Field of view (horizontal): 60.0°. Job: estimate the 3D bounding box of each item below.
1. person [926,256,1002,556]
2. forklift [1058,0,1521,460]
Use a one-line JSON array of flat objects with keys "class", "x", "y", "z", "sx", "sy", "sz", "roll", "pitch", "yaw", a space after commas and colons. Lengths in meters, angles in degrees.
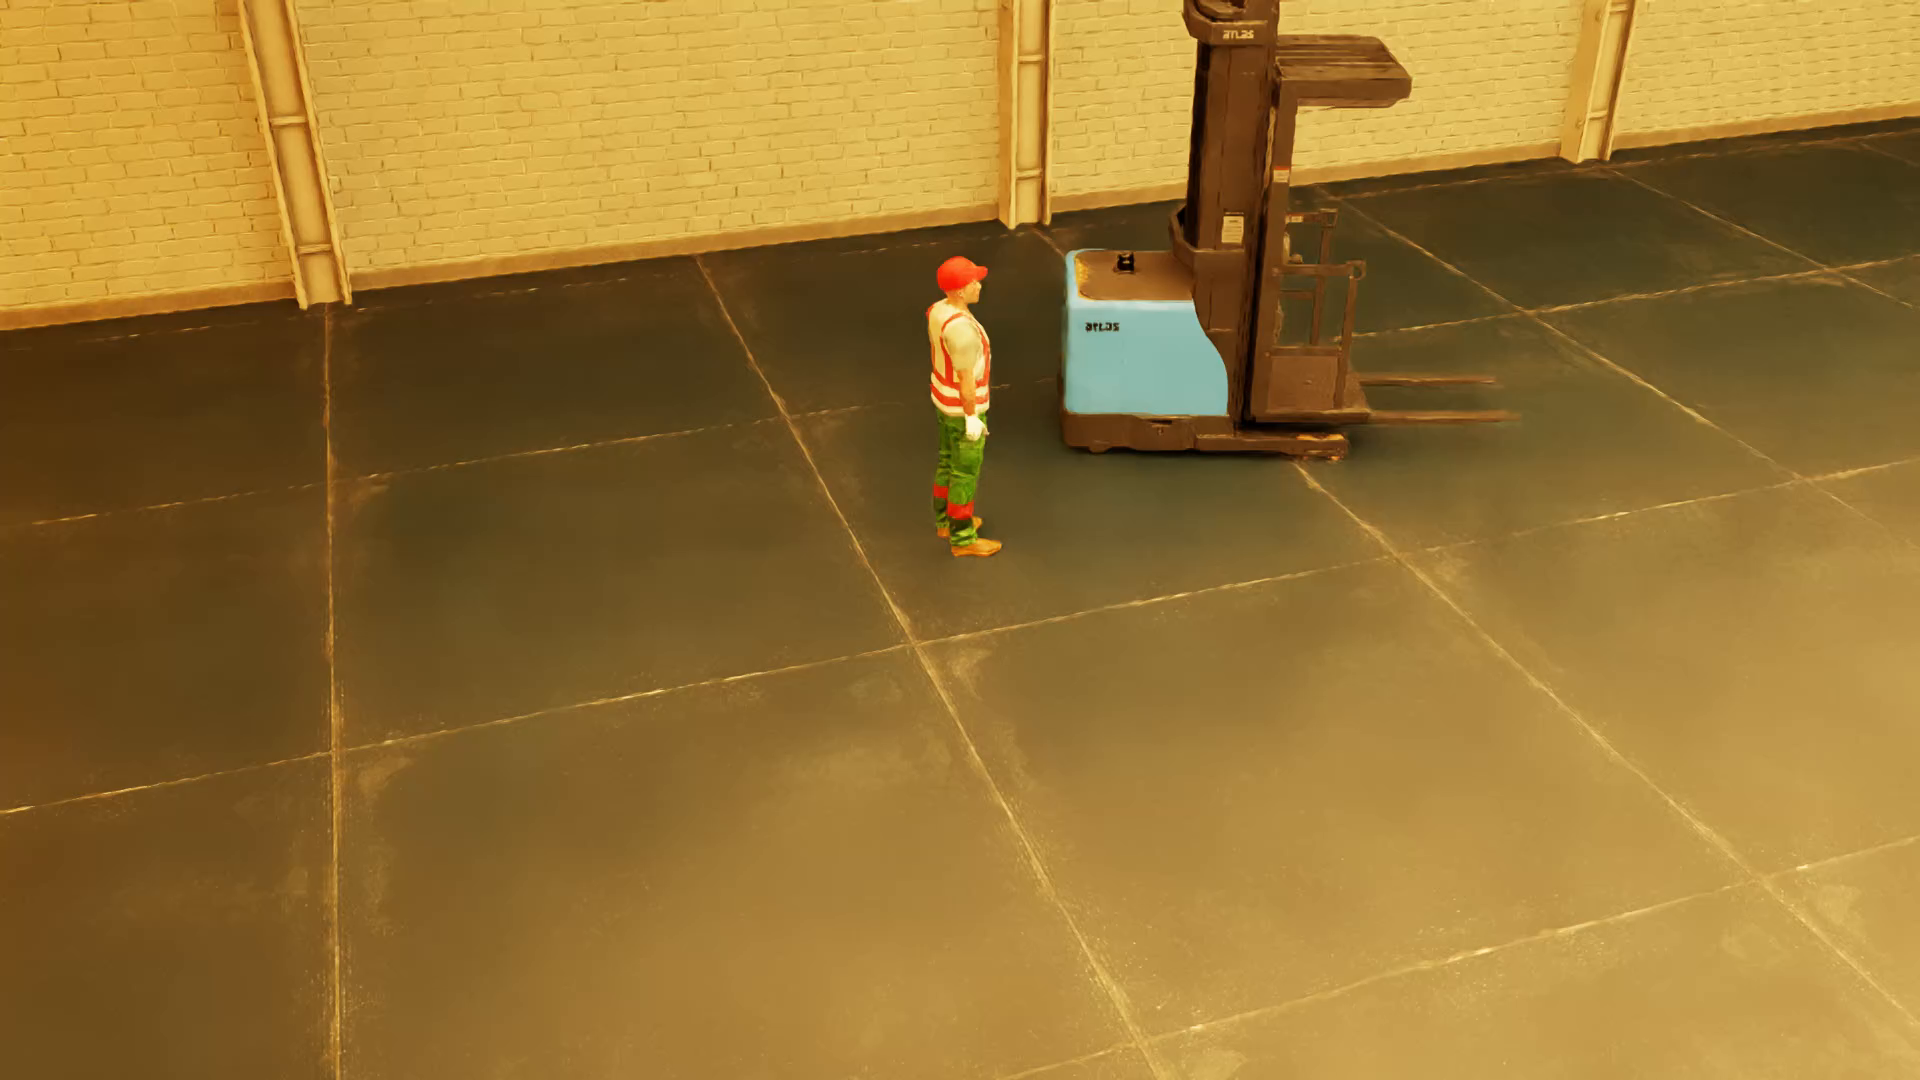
[{"class": "person", "x": 0.019, "y": -0.780, "z": 9.586, "sx": 0.349, "sy": 1.795, "sz": 0.540, "roll": -10, "pitch": 31, "yaw": -16}, {"class": "forklift", "x": 2.199, "y": -2.068, "z": 10.681, "sx": 3.031, "sy": 2.935, "sz": 1.130, "roll": 1, "pitch": 30, "yaw": 1}]
